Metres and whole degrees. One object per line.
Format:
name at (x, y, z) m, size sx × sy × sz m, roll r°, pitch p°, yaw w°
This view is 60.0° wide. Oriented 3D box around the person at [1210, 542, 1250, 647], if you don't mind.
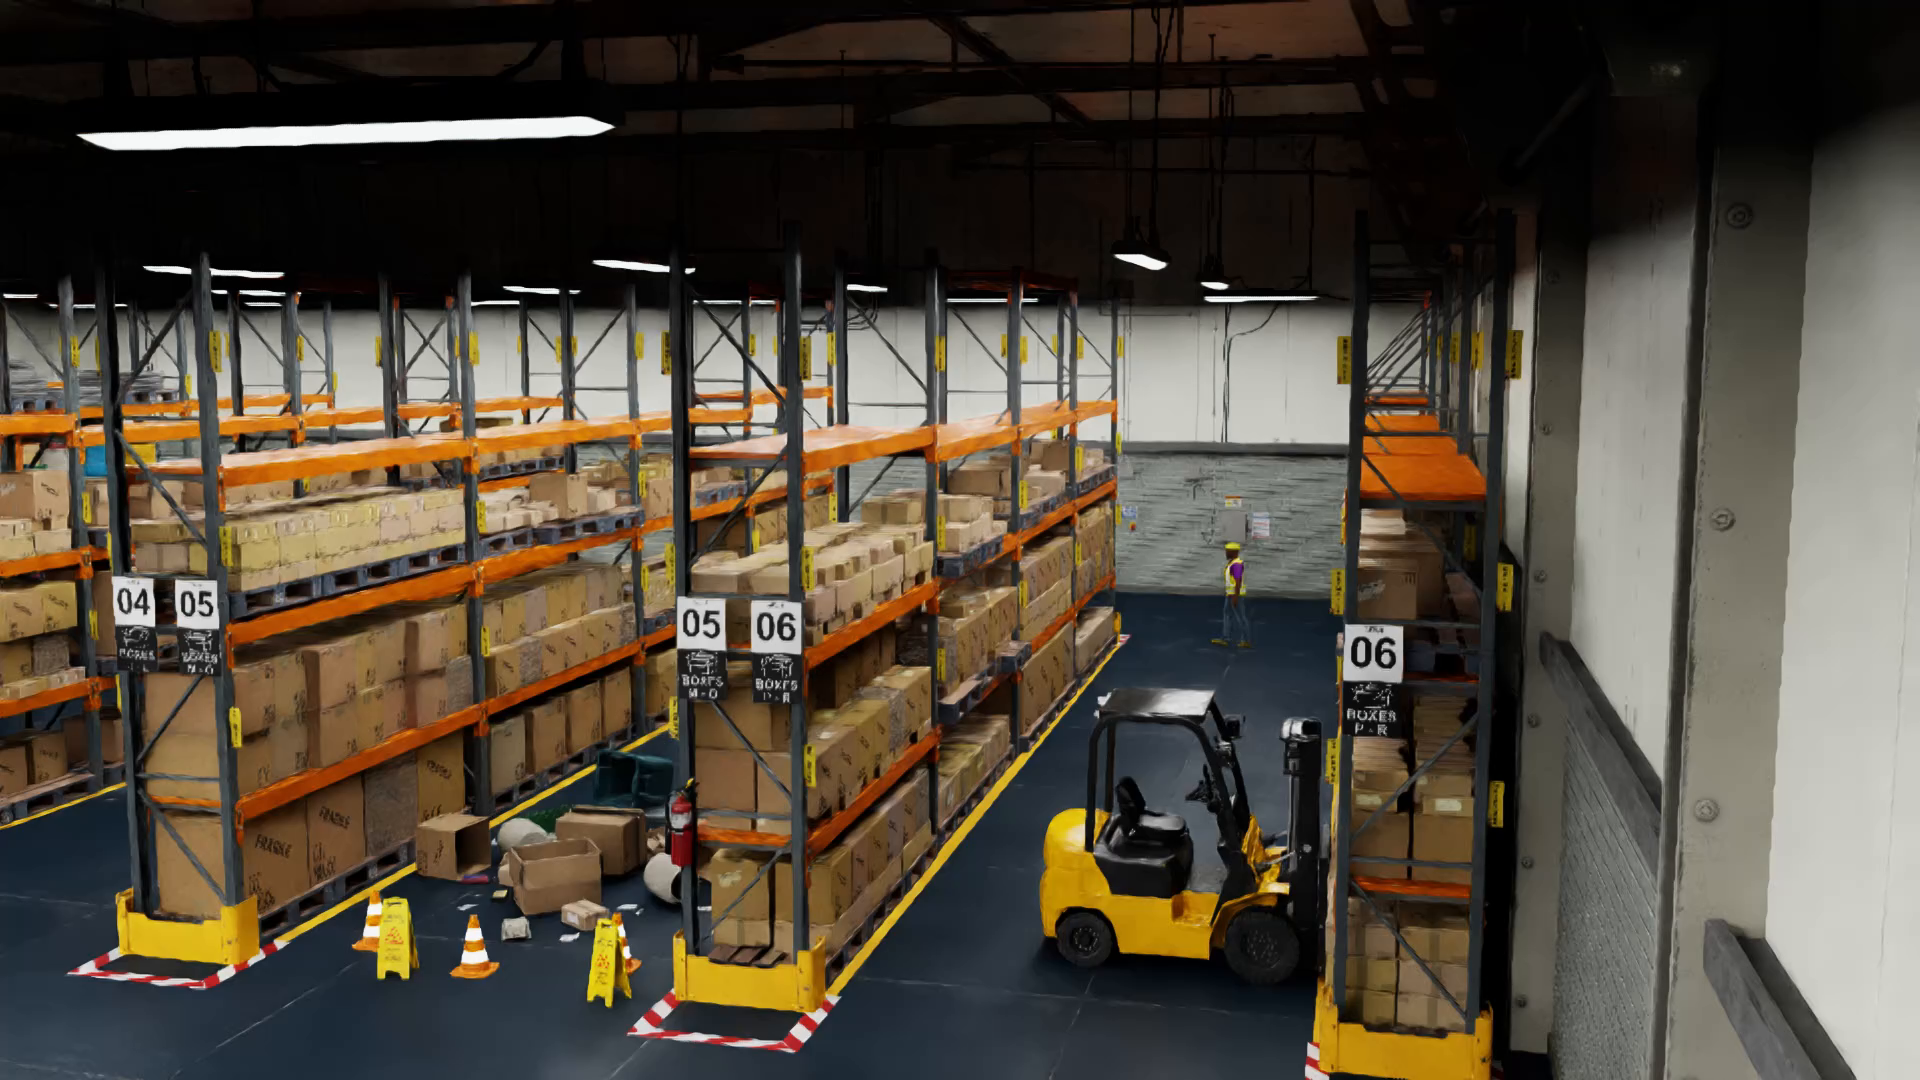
person at (4.547, 0.901, 27.846) m, size 0.624 × 1.767 × 0.687 m, roll 0°, pitch 7°, yaw -1°
